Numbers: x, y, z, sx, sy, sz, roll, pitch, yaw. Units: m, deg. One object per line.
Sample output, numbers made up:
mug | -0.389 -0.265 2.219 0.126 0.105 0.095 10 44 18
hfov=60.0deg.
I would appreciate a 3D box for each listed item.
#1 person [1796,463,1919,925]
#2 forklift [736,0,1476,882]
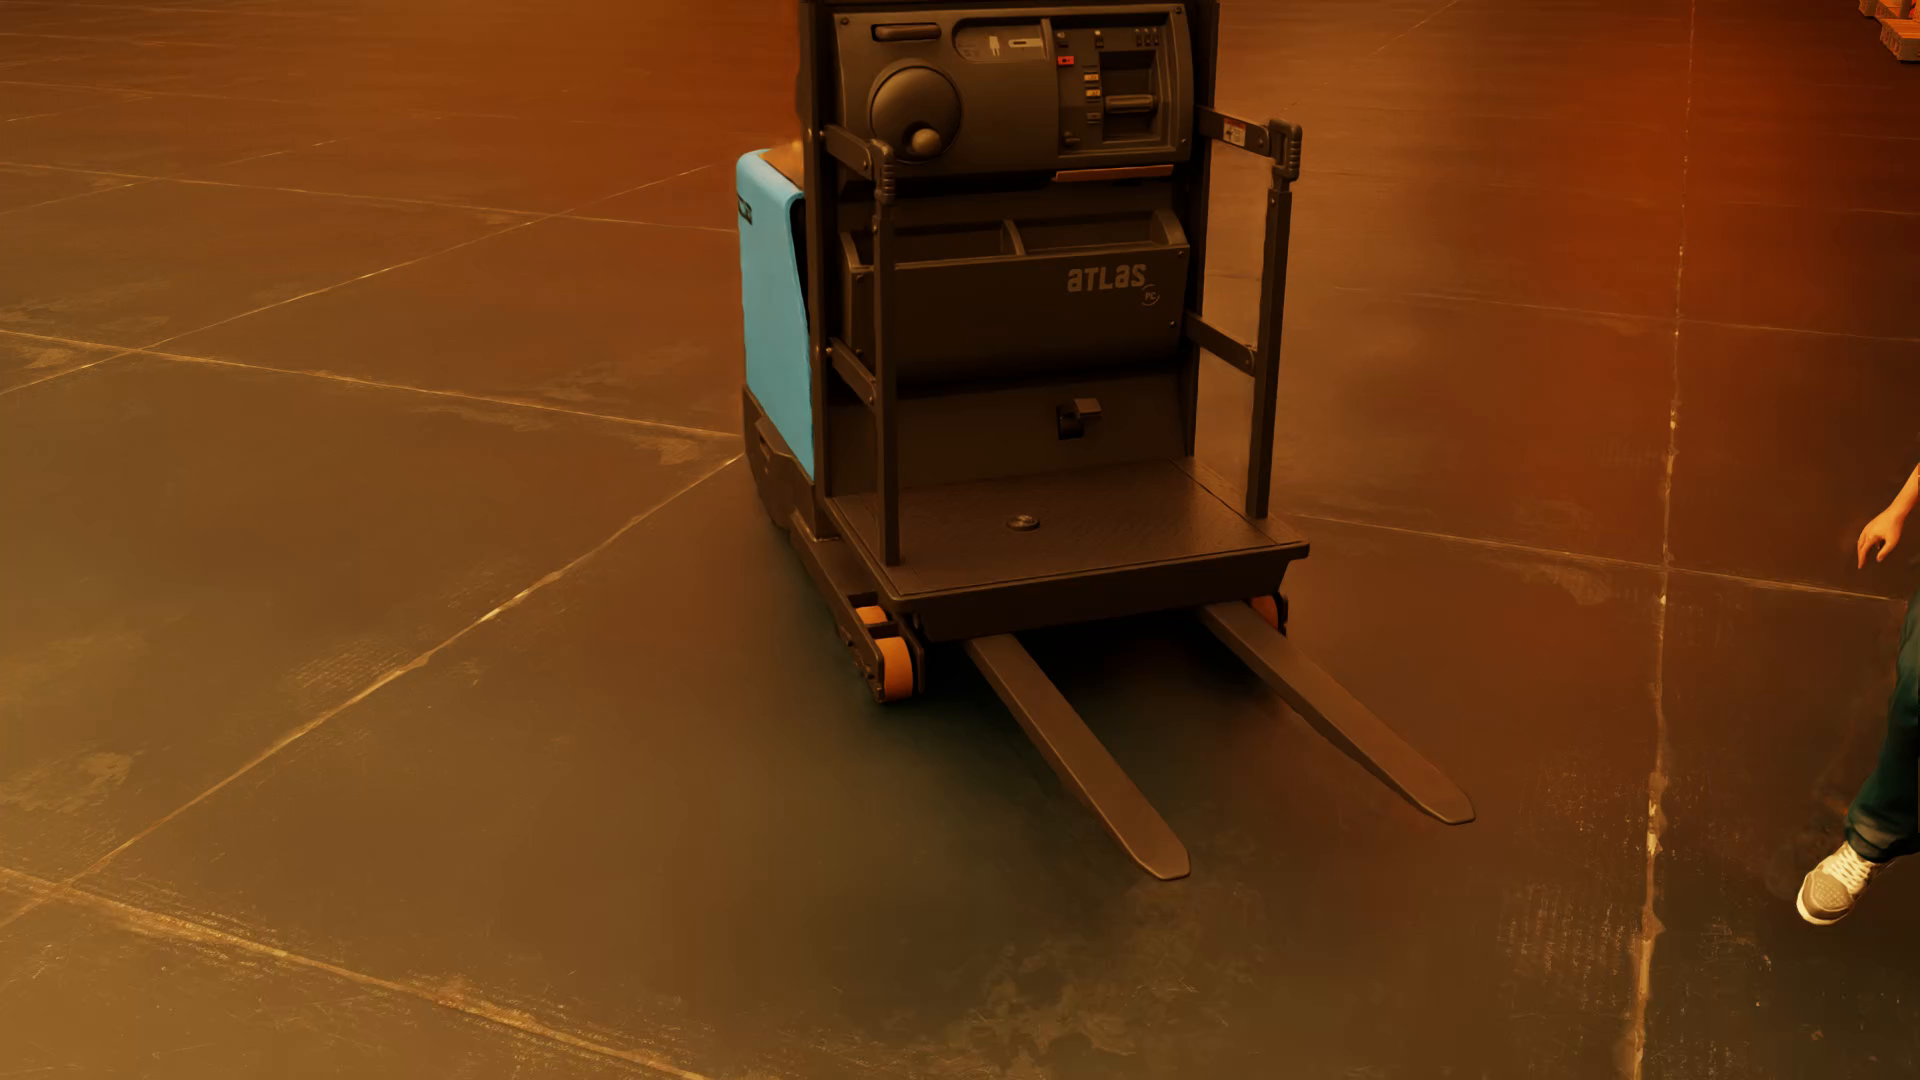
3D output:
person | 1.943 0.152 3.012 0.659 1.366 0.621 16 28 34
forklift | 0.215 -1.122 3.976 1.130 2.935 3.031 -7 24 -17
